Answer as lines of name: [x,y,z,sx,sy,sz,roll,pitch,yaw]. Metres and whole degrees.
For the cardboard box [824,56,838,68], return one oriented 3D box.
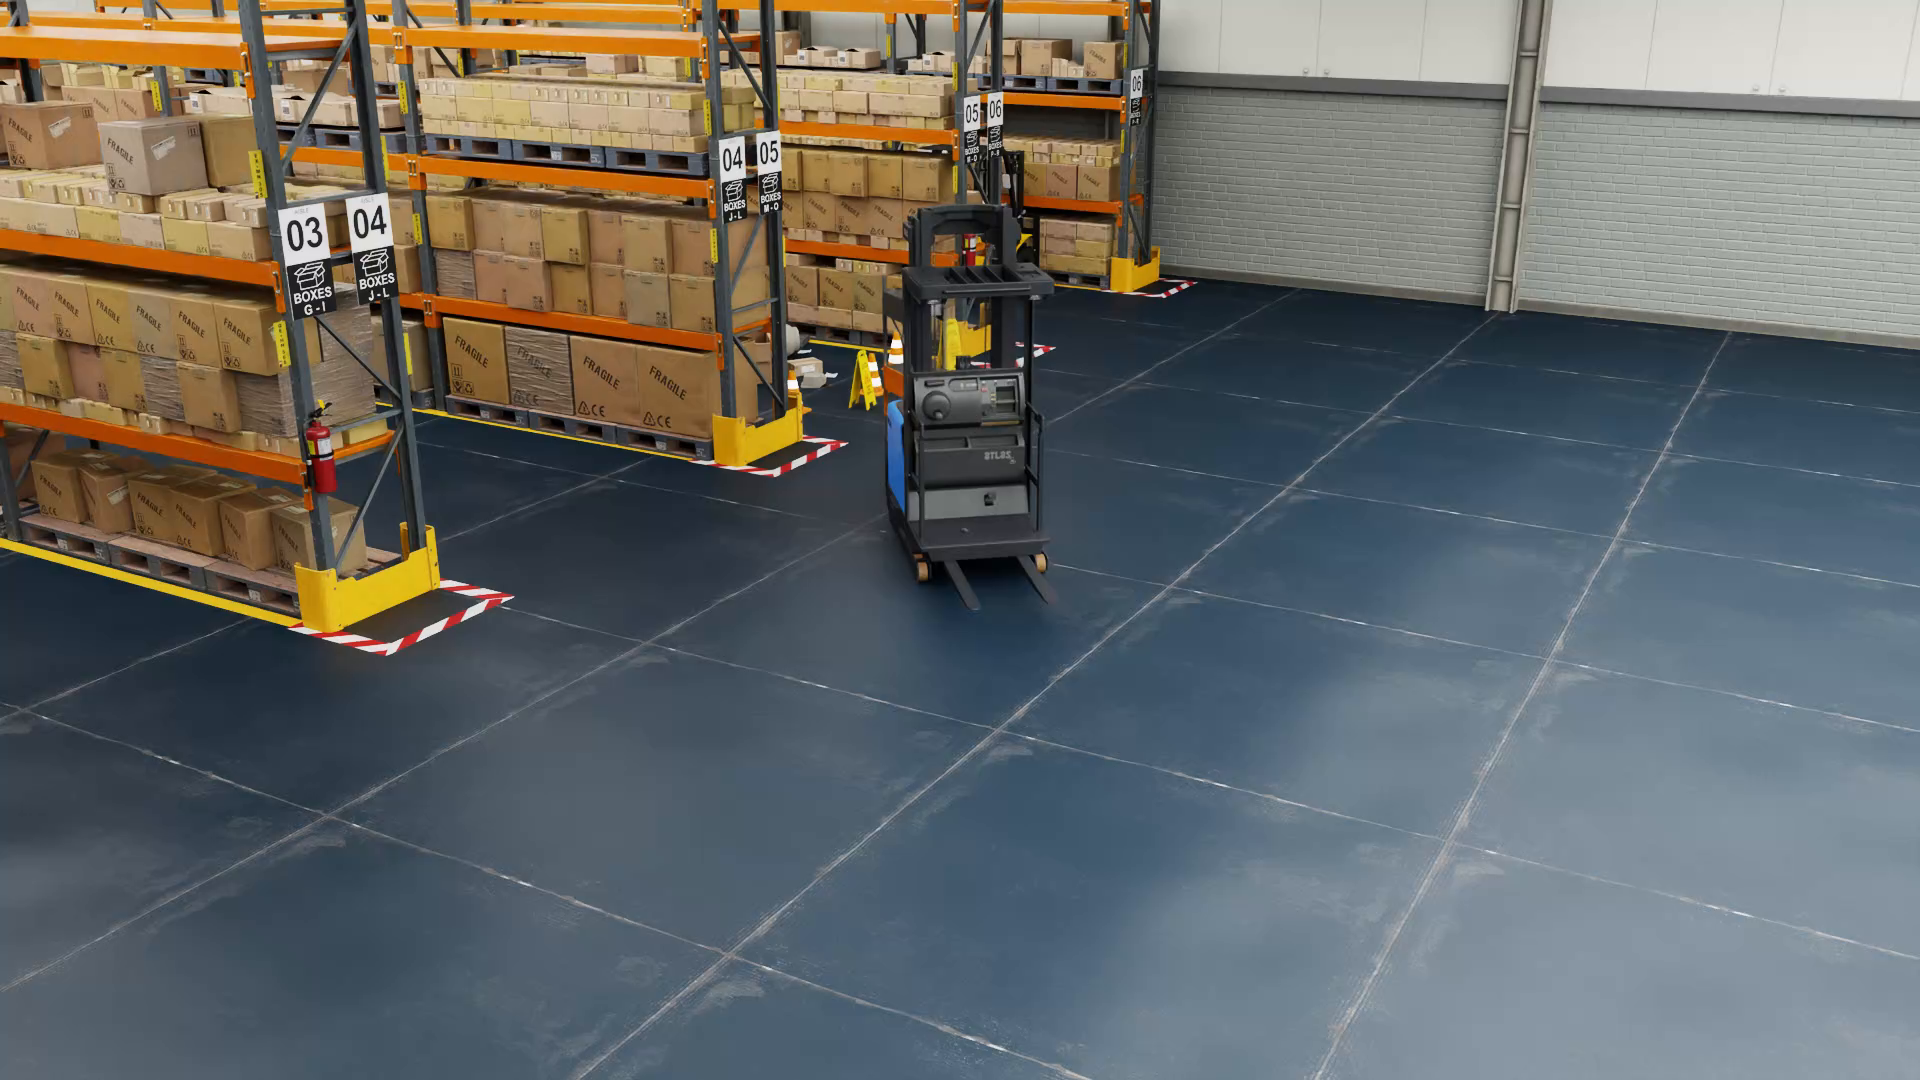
cardboard box: [-1.951,-7.604,26.433,0.250,0.149,0.380,11,23,27]

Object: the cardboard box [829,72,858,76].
cardboard box: [-1.477,-5.946,21.457,0.250,0.149,0.380,11,23,28]

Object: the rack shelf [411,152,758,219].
rack shelf: [-3.840,-3.746,17.246,4.000,0.370,1.077,11,23,27]

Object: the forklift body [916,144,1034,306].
forklift body: [0.104,-4.683,24.419,1.214,2.155,2.313,11,23,27]

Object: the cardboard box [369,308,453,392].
cardboard box: [-6.172,-2.223,19.074,0.750,0.750,1.050,11,23,27]

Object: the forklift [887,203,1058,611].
forklift: [0.121,-1.169,13.588,1.130,2.935,3.031,-4,20,-11]

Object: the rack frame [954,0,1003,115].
rack frame: [0.232,-6.652,19.804,0.127,3.000,1.000,11,23,27]

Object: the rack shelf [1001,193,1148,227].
rack shelf: [0.903,-5.304,25.942,4.000,0.370,1.077,11,23,27]

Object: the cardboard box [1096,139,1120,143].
cardboard box: [2.259,-5.984,25.226,0.250,0.149,0.380,12,23,29]

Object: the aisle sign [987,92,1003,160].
aisle sign: [0.437,-5.136,20.609,0.004,0.787,0.394,11,23,27]

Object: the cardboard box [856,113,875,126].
cardboard box: [-1.094,-5.275,20.775,0.250,0.149,0.380,11,22,27]

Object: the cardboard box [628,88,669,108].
cardboard box: [-2.995,-4.292,16.134,0.250,0.149,0.380,11,23,28]

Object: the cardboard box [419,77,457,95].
cardboard box: [-5.434,-4.756,17.413,0.250,0.149,0.380,11,23,28]

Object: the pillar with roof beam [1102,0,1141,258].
pillar with roof beam: [0.381,-7.233,21.405,0.400,9.000,9.100,11,23,27]

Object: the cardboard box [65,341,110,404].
cardboard box: [-6.826,-1.493,13.798,0.500,0.500,0.875,11,23,27]

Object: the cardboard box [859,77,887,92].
cardboard box: [-1.052,-5.658,20.663,0.250,0.149,0.380,11,23,27]

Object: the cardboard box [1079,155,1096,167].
cardboard box: [1.972,-5.670,24.796,0.250,0.149,0.380,11,23,28]

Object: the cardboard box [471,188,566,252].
cardboard box: [-4.744,-3.456,17.988,0.550,0.550,0.875,11,23,27]

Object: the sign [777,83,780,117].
sign: [-1.818,-4.364,16.497,0.005,0.325,0.100,11,23,27]

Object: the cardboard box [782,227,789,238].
cardboard box: [-2.202,-4.083,21.887,0.250,0.149,0.380,11,23,27]

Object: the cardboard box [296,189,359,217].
cardboard box: [-4.729,-2.523,12.456,0.250,0.149,0.380,11,22,27]

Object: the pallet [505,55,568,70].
pallet: [-7.292,-8.498,29.567,1.003,0.211,1.213,11,23,27]

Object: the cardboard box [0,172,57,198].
cardboard box: [-7.467,-2.852,13.363,0.250,0.149,0.380,11,23,28]

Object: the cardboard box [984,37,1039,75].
cardboard box: [0.806,-7.323,25.138,0.637,0.503,0.797,12,23,29]

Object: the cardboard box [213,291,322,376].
cardboard box: [-5.202,-1.556,12.505,0.500,0.500,0.500,11,23,27]

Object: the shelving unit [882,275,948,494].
shelving unit: [-0.416,-1.383,15.393,0.431,2.100,0.503,-10,23,-26]

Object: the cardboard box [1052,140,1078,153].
cardboard box: [1.580,-5.929,25.075,0.250,0.149,0.380,11,23,28]

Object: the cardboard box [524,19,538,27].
cardboard box: [-7.526,-9.146,29.641,0.258,0.266,0.396,10,22,27]

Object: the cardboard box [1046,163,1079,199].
cardboard box: [1.643,-5.450,25.141,0.500,0.500,0.500,12,23,29]

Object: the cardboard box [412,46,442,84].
cardboard box: [-7.709,-6.925,24.192,0.500,0.500,0.700,10,22,25]

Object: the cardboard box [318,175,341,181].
cardboard box: [-9.537,-5.519,25.699,0.500,0.250,0.500,10,22,26]

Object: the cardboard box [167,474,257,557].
cardboard box: [-6.214,-0.211,13.897,0.500,0.500,0.500,13,24,32]

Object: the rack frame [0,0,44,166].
rack frame: [-8.093,-4.367,13.504,0.127,3.000,1.000,11,23,27]

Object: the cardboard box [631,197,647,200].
cardboard box: [-4.308,-4.661,22.865,0.250,0.149,0.380,10,22,26]

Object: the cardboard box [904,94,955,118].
cardboard box: [-0.346,-5.316,20.303,0.500,0.250,0.500,10,22,27]

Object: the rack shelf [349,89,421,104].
rack shelf: [-8.498,-6.566,25.022,4.000,0.370,1.077,11,23,27]

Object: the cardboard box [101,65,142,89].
cardboard box: [-10.013,-5.559,19.921,0.258,0.266,0.396,11,23,27]

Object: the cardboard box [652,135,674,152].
cardboard box: [-2.769,-3.874,16.151,0.250,0.149,0.380,11,23,28]

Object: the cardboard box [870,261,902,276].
cardboard box: [-0.948,-3.490,21.252,0.250,0.149,0.380,12,23,29]

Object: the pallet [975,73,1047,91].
pallet: [0.975,-7.006,25.309,1.213,0.211,1.003,11,23,27]

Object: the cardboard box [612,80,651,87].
cardboard box: [-3.339,-4.614,17.022,0.250,0.149,0.380,10,22,27]

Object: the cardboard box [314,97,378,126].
cardboard box: [-6.771,-4.730,18.363,0.500,0.250,0.500,11,22,27]

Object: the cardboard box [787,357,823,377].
cardboard box: [-1.897,-2.108,20.256,0.380,0.149,0.250,-11,23,-29]

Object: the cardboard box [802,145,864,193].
cardboard box: [-1.622,-4.773,21.374,0.500,0.500,0.700,11,22,27]

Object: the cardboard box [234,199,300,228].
cardboard box: [-4.996,-2.362,12.011,0.250,0.149,0.380,11,23,27]

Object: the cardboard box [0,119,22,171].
cardboard box: [-8.455,-3.310,14.223,0.637,0.503,0.797,10,22,25]

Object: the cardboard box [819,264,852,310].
cardboard box: [-1.489,-3.316,21.723,0.500,0.500,0.500,10,22,26]

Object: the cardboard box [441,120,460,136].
cardboard box: [-5.207,-4.338,17.431,0.250,0.149,0.380,11,23,28]

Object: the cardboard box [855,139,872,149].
cardboard box: [-1.484,-6.355,26.686,0.250,0.149,0.380,10,22,27]

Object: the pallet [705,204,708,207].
pallet: [-3.857,-4.577,23.163,1.213,0.211,1.003,11,23,27]

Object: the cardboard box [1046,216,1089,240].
cardboard box: [1.646,-4.752,25.313,0.500,0.250,0.500,11,23,28]

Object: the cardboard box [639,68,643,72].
cardboard box: [-4.469,-6.411,23.144,0.500,0.250,0.500,11,22,27]

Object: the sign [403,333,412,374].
sign: [-4.337,-1.450,12.991,0.005,0.325,0.100,11,23,27]

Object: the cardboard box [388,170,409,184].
cardboard box: [-8.206,-5.495,24.898,0.500,0.250,0.500,10,22,26]

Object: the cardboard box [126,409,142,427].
cardboard box: [-6.496,-1.030,13.471,0.250,0.149,0.380,11,23,27]
